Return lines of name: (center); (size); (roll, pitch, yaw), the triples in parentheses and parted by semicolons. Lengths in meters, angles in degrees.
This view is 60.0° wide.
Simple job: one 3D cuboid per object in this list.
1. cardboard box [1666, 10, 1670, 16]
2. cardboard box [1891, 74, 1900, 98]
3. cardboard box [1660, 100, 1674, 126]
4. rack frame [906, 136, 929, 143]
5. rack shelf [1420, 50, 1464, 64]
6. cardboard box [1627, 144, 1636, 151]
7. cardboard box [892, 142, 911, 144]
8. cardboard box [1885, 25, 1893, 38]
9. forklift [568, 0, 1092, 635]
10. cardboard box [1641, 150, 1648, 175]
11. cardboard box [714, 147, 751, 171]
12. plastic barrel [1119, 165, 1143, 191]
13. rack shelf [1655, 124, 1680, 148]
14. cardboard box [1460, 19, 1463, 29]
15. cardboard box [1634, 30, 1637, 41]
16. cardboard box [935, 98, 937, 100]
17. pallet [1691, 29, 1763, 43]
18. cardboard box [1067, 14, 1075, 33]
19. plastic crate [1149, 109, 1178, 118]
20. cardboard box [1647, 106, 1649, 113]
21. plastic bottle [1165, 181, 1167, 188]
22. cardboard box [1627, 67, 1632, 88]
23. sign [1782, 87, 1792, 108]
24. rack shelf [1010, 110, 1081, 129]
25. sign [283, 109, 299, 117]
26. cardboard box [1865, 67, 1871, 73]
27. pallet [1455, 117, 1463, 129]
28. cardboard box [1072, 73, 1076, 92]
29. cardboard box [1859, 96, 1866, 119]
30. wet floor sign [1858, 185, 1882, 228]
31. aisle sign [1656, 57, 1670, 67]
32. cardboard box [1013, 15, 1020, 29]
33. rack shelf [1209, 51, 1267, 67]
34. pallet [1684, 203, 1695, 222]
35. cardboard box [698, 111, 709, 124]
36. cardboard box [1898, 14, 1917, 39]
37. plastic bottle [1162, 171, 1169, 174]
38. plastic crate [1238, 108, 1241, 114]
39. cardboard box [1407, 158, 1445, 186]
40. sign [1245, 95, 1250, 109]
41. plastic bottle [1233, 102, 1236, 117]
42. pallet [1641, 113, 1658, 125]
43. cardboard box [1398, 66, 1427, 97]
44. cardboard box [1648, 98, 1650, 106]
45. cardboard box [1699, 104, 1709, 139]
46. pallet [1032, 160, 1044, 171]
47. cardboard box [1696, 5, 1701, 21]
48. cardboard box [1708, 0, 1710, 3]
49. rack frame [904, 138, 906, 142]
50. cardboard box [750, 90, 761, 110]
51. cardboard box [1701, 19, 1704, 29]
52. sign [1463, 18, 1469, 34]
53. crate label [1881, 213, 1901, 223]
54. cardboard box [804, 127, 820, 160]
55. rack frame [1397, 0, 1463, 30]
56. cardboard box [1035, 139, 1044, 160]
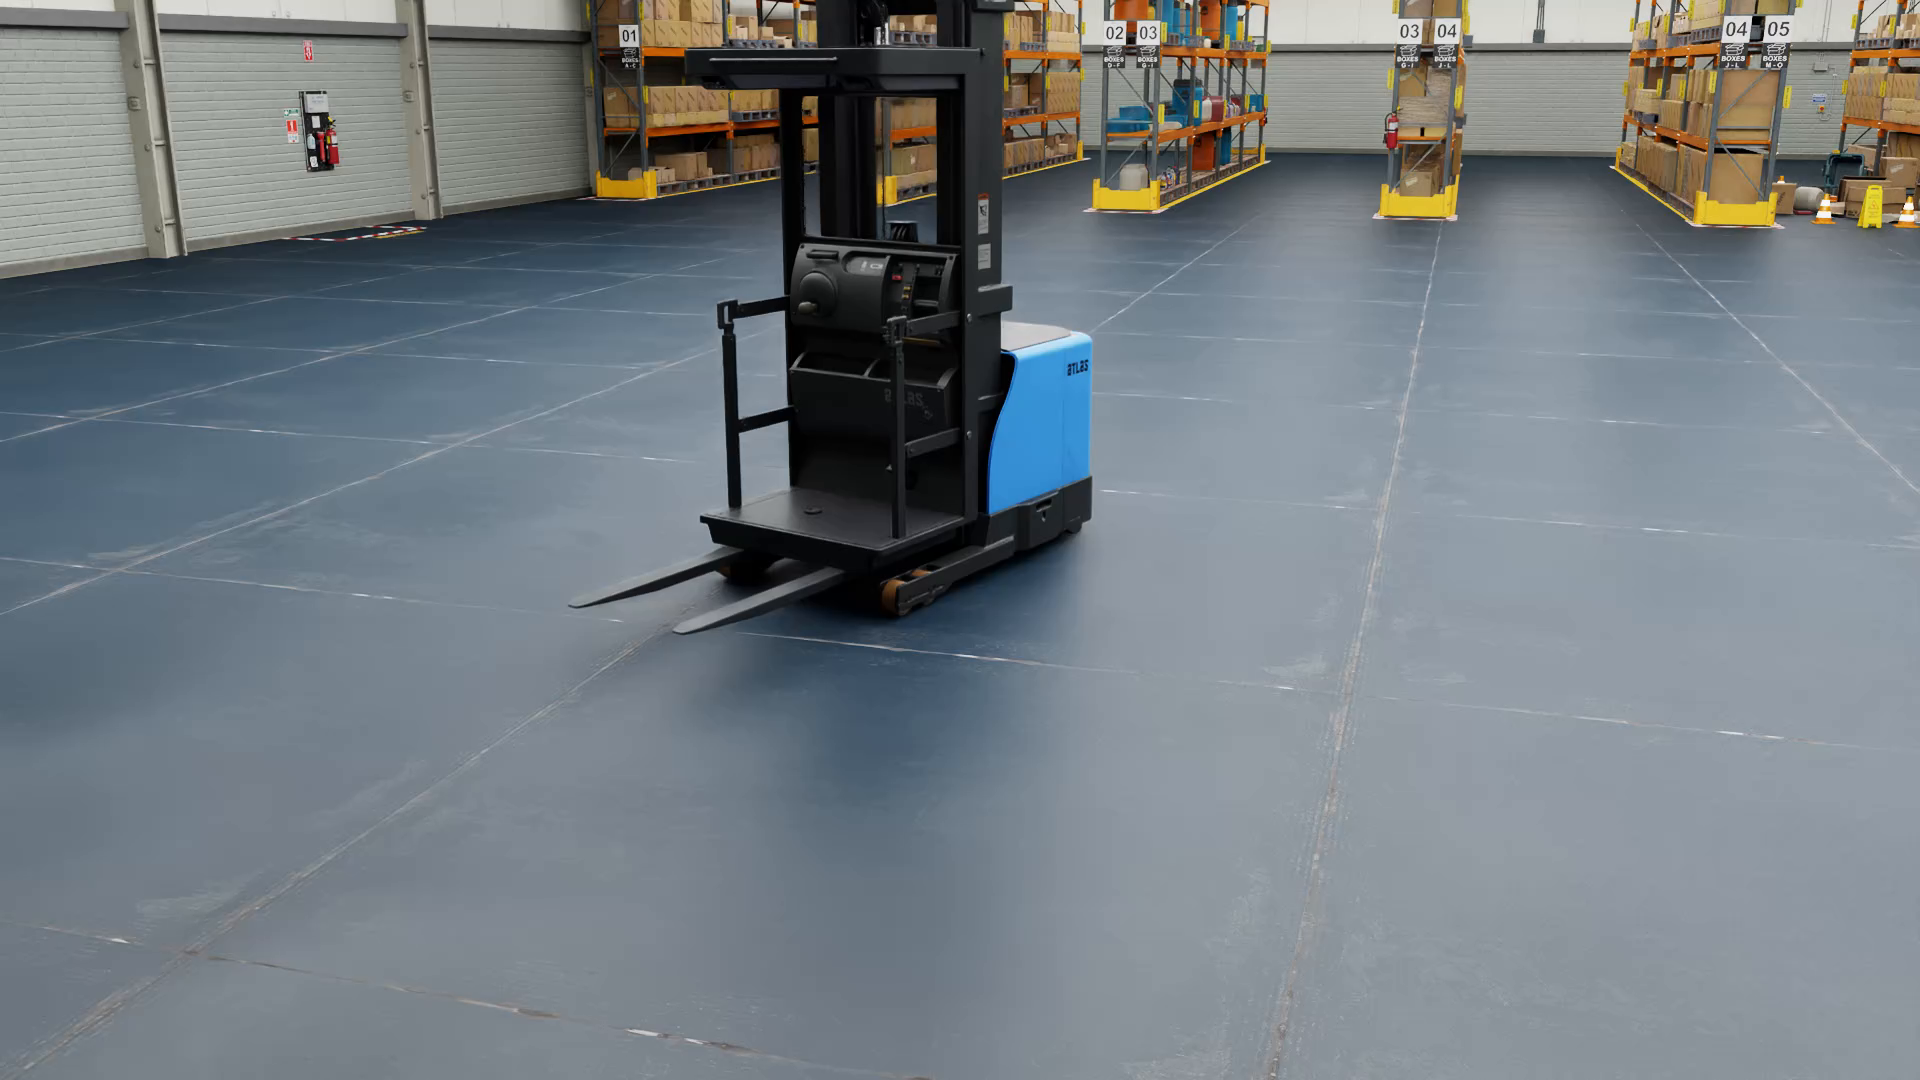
cardboard box: (14.734, -10.760, 34.185); (0.396, 0.266, 0.258); (5, 16, 16)
cardboard box: (20.129, -9.629, 35.267); (0.500, 0.500, 0.500); (5, 16, 16)
cardboard box: (14.208, -8.458, 32.968); (0.500, 0.500, 0.500); (4, 16, 15)
rack frame: (-0.624, -8.773, 34.263); (1.000, 3.000, 0.127); (5, 16, 16)
rack shelf: (10.578, -10.671, 36.774); (1.077, 0.370, 4.000); (5, 16, 16)
cardboard box: (16.180, -9.392, 39.811); (0.380, 0.149, 0.250); (5, 17, 17)
cardboard box: (-1.190, -7.785, 33.673); (0.500, 0.500, 0.500); (5, 16, 16)
cardboard box: (20.523, -11.149, 36.436); (0.396, 0.266, 0.258); (5, 17, 18)
forklift: (-0.536, -1.211, 7.727); (1.130, 2.935, 3.031); (11, 19, 33)
cardboard box: (14.959, -8.106, 35.724); (0.500, 0.500, 0.500); (4, 16, 13)
cardboard box: (-5.082, -8.498, 37.069); (0.700, 0.500, 0.500); (4, 16, 15)
plastic barrel: (3.101, -6.525, 30.126); (0.421, 0.512, 0.421); (0, 16, 0)
rack shelf: (14.168, -7.770, 32.045); (1.077, 0.370, 4.000); (5, 16, 16)
cardboard box: (8.203, -8.635, 27.822); (0.380, 0.149, 0.250); (5, 17, 17)
cardboard box: (16.489, -12.112, 39.898); (0.500, 0.250, 0.500); (4, 16, 15)
cardboard box: (-0.640, -8.912, 33.382); (0.380, 0.149, 0.250); (4, 16, 14)
pallet: (13.357, -8.780, 28.953); (1.003, 0.211, 1.213); (5, 16, 16)
cardboard box: (2.656, -13.749, 44.294); (0.700, 0.500, 0.500); (5, 16, 16)
plastic crate: (3.854, -8.231, 32.466); (0.767, 0.338, 0.504); (5, 16, 16)
cardboard box: (14.508, -8.950, 34.578); (0.380, 0.149, 0.250); (5, 16, 16)
plastic bottle: (3.831, -6.684, 31.220); (0.097, 0.201, 0.097); (0, 16, 0)
cardboard box: (16.628, -11.308, 40.638); (0.500, 0.500, 0.500); (5, 16, 16)
sign: (12.993, -6.956, 26.126); (0.100, 0.325, 0.005); (5, 16, 16)
rack shelf: (2.218, -11.043, 43.585); (1.077, 0.370, 4.000); (5, 16, 16)
sign: (-9.832, -6.283, 24.446); (0.001, 0.109, 0.331); (5, 16, 16)
cardboard box: (20.937, -10.742, 38.001); (0.380, 0.149, 0.250); (4, 16, 15)
pallet: (9.230, -8.100, 32.242); (1.003, 0.211, 1.213); (5, 16, 16)
cardboard box: (2.781, -12.172, 44.230); (0.500, 0.500, 0.500); (5, 17, 17)
cardboard box: (20.968, -9.921, 38.127); (0.500, 0.500, 0.500); (5, 17, 18)
wet floor sign: (14.353, -5.253, 26.166); (0.267, 0.644, 0.232); (2, 16, 6)
aisle sign: (17.318, -11.979, 40.801); (0.394, 0.787, 0.004); (5, 16, 16)
cardboard box: (1.059, -12.132, 39.473); (0.600, 0.600, 0.600); (4, 16, 14)
rack shelf: (6.966, -12.101, 41.818); (1.077, 0.370, 4.000); (5, 16, 16)
pallet: (12.615, -5.420, 27.552); (1.003, 0.211, 1.213); (5, 16, 16)
cardboard box: (-5.496, -8.684, 34.186); (0.500, 0.250, 0.500); (5, 16, 16)
cardboard box: (20.119, -10.814, 35.007); (0.500, 0.500, 0.500); (4, 16, 15)
plastic bottle: (4.014, -7.053, 32.384); (0.152, 0.276, 0.135); (5, 16, 16)
plastic crate: (6.667, -10.494, 40.702); (0.396, 0.136, 0.243); (5, 16, 16)
cardboard box: (9.068, -7.172, 32.393); (0.700, 0.500, 0.500); (3, 16, 12)
sign: (6.925, -10.571, 40.094); (0.100, 0.325, 0.005); (5, 16, 16)
plastic bottle: (6.450, -10.191, 39.354); (0.144, 0.351, 0.185); (5, 16, 16)
pallet: (14.837, -8.742, 34.504); (1.213, 0.211, 1.003); (5, 16, 16)
cardboard box: (7.656, -7.793, 28.246); (0.500, 0.500, 0.500); (5, 16, 16)
cardboard box: (14.515, -9.098, 34.555); (0.380, 0.149, 0.250); (5, 17, 18)
cardboard box: (12.660, -6.865, 27.260); (0.875, 0.550, 0.550); (5, 16, 16)
pallet: (1.455, -9.309, 41.262); (1.003, 0.211, 1.213); (5, 16, 16)
cardboard box: (13.050, -9.119, 28.761); (0.500, 0.250, 0.500); (4, 16, 15)
cardboard box: (12.667, -9.016, 27.668); (0.380, 0.149, 0.250); (5, 17, 16)
rack frame: (-1.964, -12.296, 46.682); (1.000, 3.000, 0.127); (5, 16, 16)
cardboard box: (-4.874, -9.867, 37.130); (0.700, 0.500, 0.500); (7, 17, 24)
cardboard box: (12.810, -8.763, 28.238); (0.380, 0.149, 0.250); (5, 16, 16)
sign: (10.529, -10.700, 34.611); (0.100, 0.325, 0.005); (5, 16, 16)
crate label: (15.126, -5.232, 27.024); (0.250, 0.136, 0.298); (-4, 16, -13)
cardboard box: (-3.648, -9.782, 40.988); (0.750, 0.750, 0.750); (5, 16, 16)
rack frame: (7.736, -9.844, 27.043); (1.000, 3.000, 0.127); (5, 16, 16)
cardboard box: (1.784, -9.724, 41.390); (0.500, 0.500, 0.500); (5, 16, 16)
